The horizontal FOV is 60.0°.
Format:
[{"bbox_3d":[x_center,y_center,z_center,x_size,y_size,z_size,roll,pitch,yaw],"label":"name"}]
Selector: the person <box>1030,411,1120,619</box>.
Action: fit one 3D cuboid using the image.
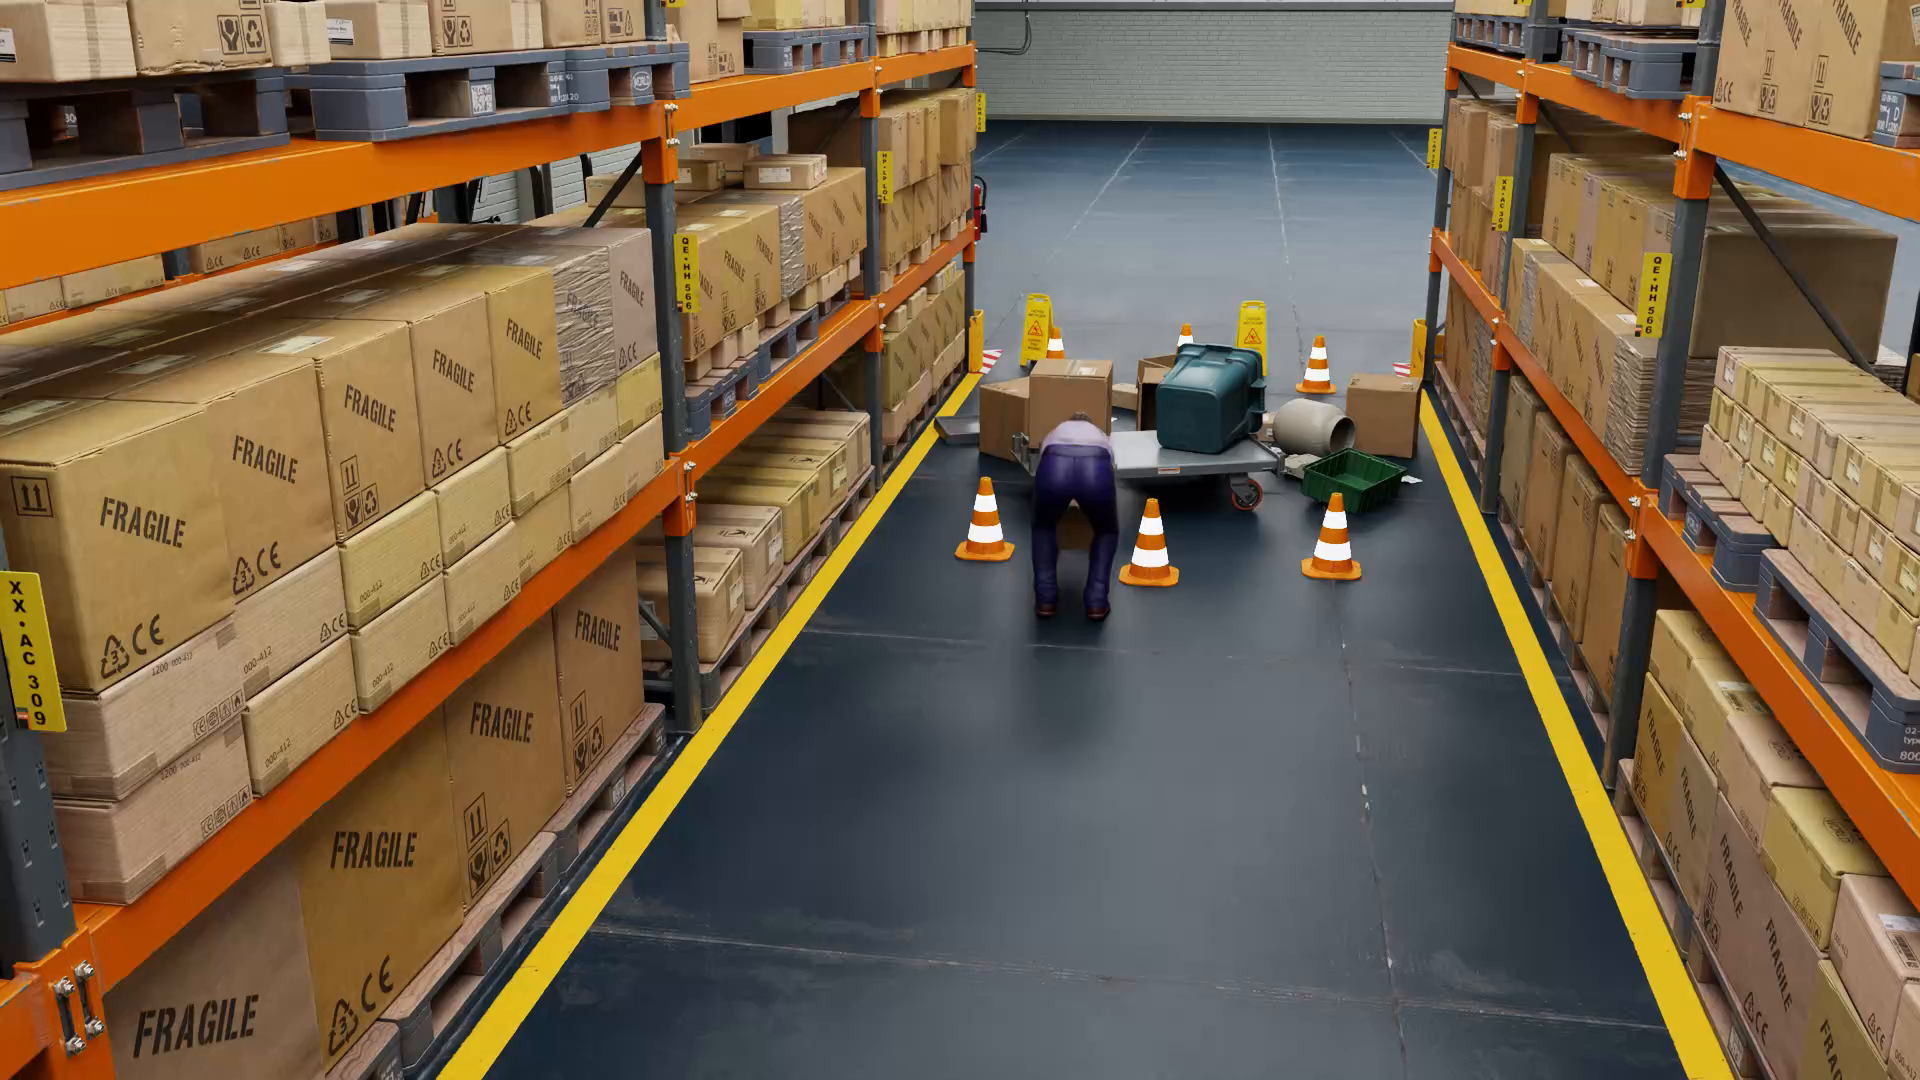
[{"bbox_3d":[0.644,-0.158,9.111,0.471,1.004,0.828,2,18,7],"label":"person"}]
